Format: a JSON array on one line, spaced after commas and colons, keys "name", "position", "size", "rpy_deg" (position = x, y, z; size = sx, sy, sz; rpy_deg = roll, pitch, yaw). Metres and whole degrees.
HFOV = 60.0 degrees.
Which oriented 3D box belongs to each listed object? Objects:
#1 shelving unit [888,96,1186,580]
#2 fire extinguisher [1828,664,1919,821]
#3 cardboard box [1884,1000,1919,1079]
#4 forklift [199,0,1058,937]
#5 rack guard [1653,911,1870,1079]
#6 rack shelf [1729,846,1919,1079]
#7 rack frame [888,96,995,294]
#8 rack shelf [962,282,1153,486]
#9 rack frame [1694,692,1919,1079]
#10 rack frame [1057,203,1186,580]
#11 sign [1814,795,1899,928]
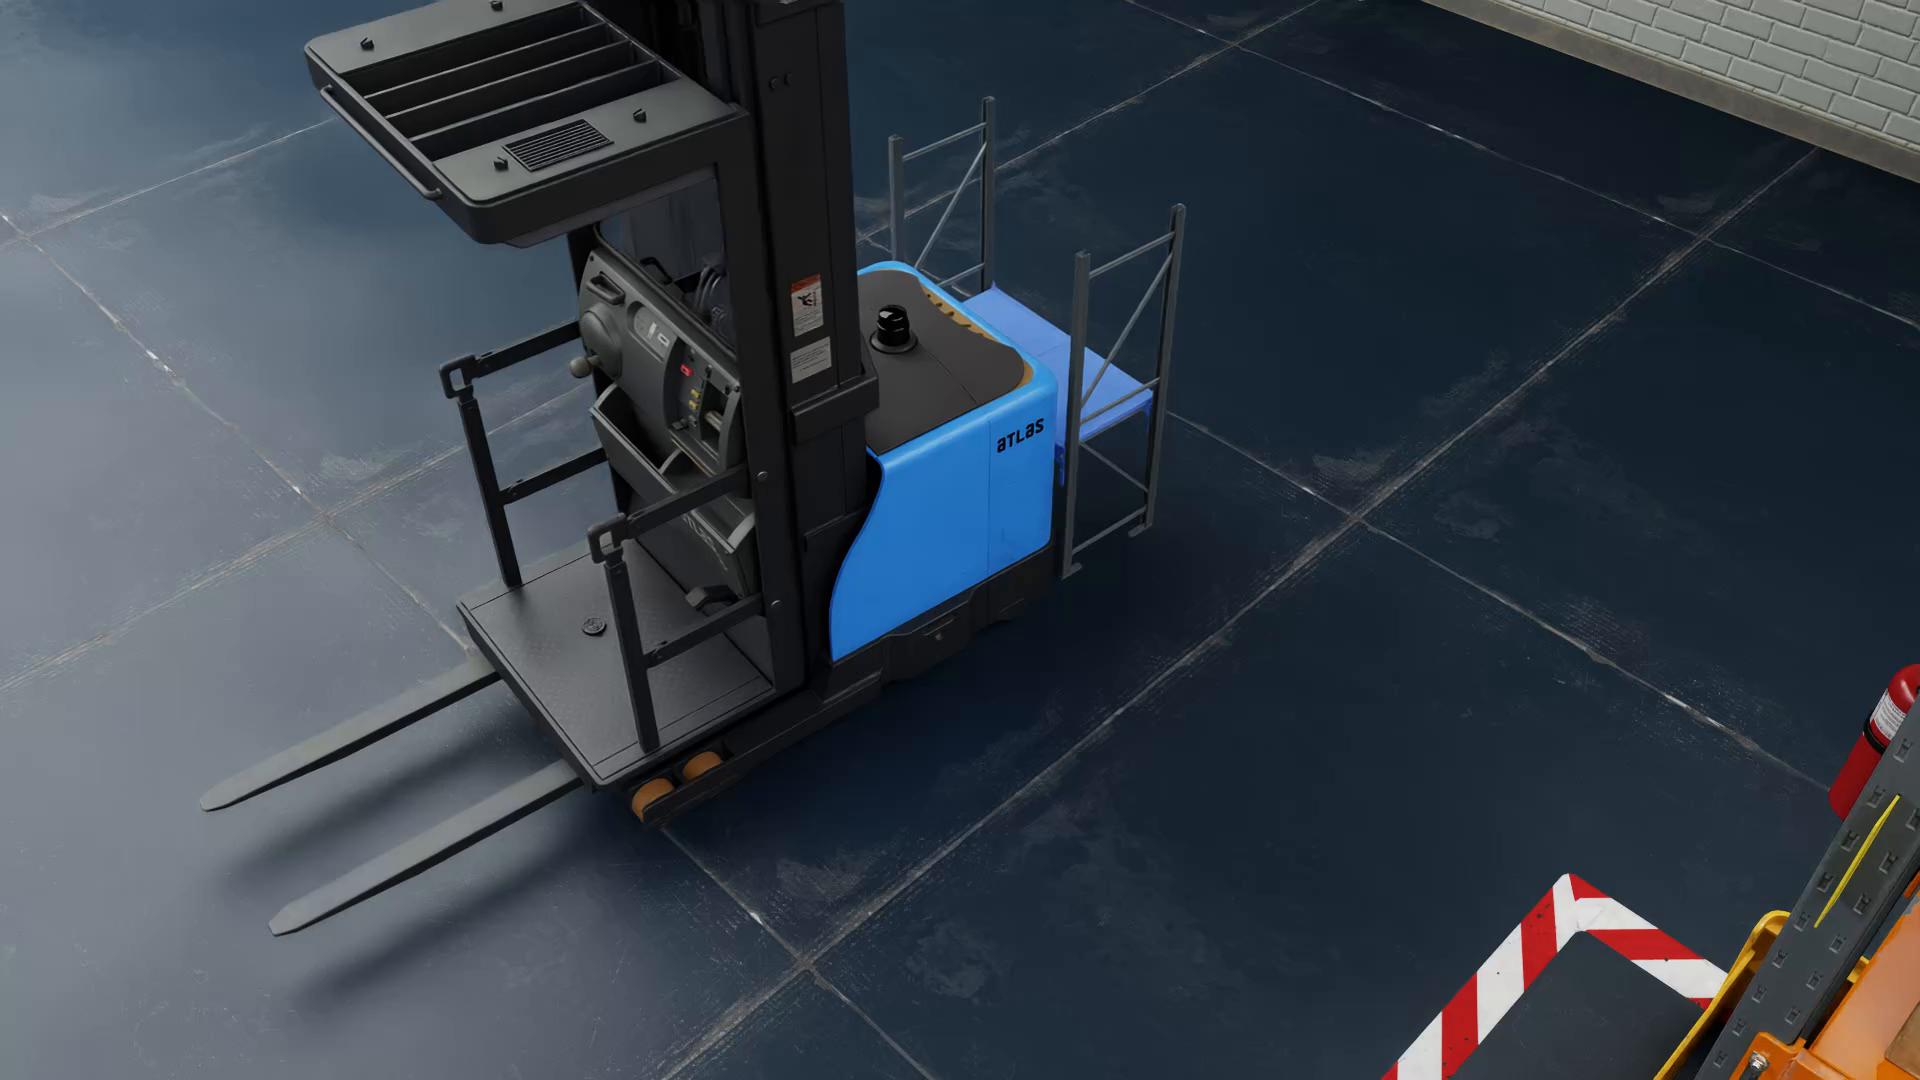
[{"name": "shelving unit", "position": [0.261, -0.774, 6.482], "size": [0.538, 1.500, 1.048], "rpy_deg": [-30, 50, -28]}, {"name": "fire extinguisher", "position": [2.353, 0.450, 4.110], "size": [0.296, 0.674, 0.183], "rpy_deg": [-34, 53, -31]}, {"name": "cardboard box", "position": [2.428, 0.895, 3.498], "size": [0.700, 0.500, 0.500], "rpy_deg": [-34, 53, -31]}, {"name": "forklift", "position": [-1.115, -0.505, 5.137], "size": [3.031, 2.935, 1.130], "rpy_deg": [-28, 50, -27]}, {"name": "rack guard", "position": [2.091, 1.608, 4.642], "size": [1.175, 0.500, 0.348], "rpy_deg": [-34, 53, -31]}, {"name": "rack shelf", "position": [3.520, 1.926, 2.985], "size": [1.077, 0.370, 4.000], "rpy_deg": [-34, 53, -31]}, {"name": "rack frame", "position": [-0.066, -1.038, 6.768], "size": [0.500, 1.500, 0.032], "rpy_deg": [-30, 50, -28]}, {"name": "rack shelf", "position": [0.261, -0.642, 6.604], "size": [0.538, 0.185, 1.000], "rpy_deg": [-30, 50, -28]}, {"name": "rack frame", "position": [2.108, 0.701, 3.781], "size": [1.000, 3.000, 0.127], "rpy_deg": [-34, 53, -31]}, {"name": "rack frame", "position": [0.588, -0.510, 6.196], "size": [0.500, 1.500, 0.032], "rpy_deg": [-30, 50, -28]}, {"name": "sign", "position": [1.711, 0.617, 3.175], "size": [0.100, 0.325, 0.005], "rpy_deg": [-34, 53, -31]}]
